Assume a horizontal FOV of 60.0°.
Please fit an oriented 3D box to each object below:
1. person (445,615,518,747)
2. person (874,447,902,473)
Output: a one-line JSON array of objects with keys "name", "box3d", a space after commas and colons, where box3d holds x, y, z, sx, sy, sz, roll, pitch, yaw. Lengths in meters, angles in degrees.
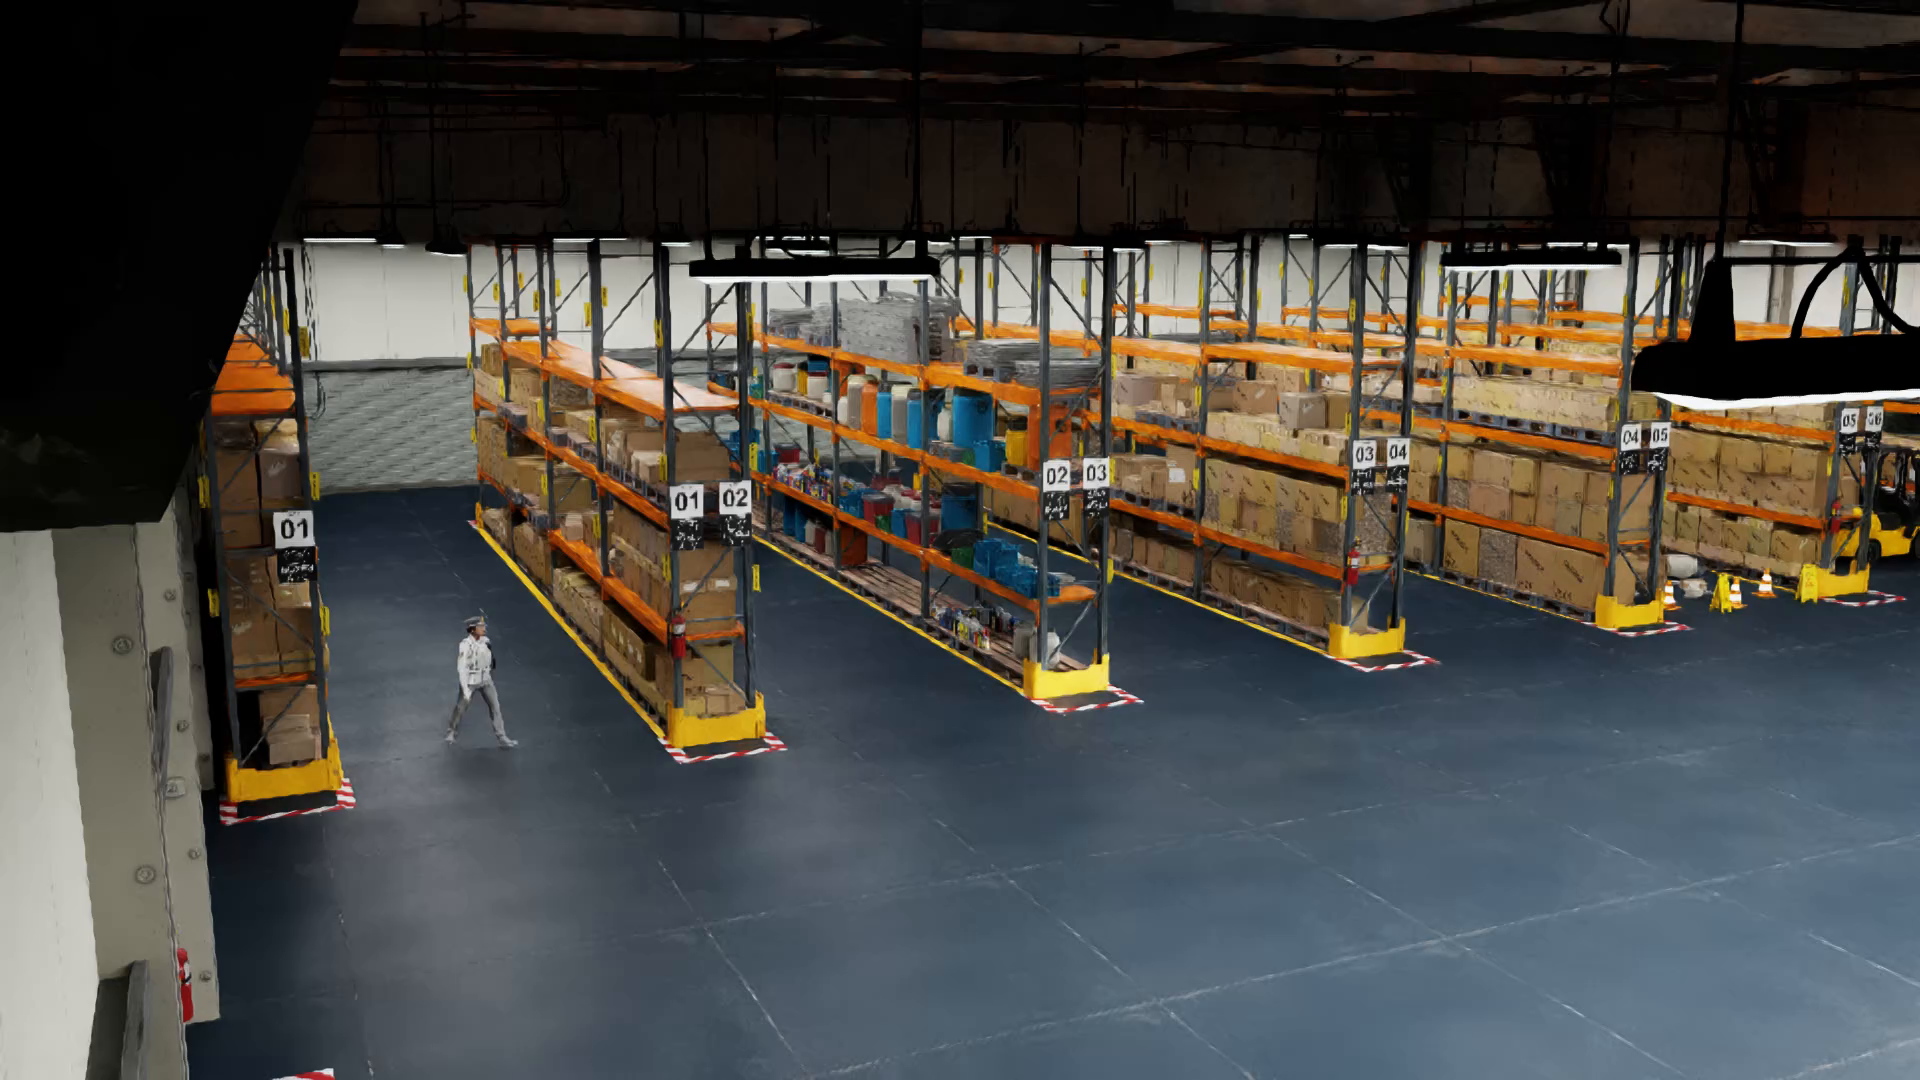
[{"name": "person", "box3d": [-5.836, 1.697, 20.020, 0.912, 1.645, 0.543, 9, 14, 38]}, {"name": "person", "box3d": [-1.836, -2.570, 41.806, 0.589, 1.718, 0.772, 3, 11, 16]}]
